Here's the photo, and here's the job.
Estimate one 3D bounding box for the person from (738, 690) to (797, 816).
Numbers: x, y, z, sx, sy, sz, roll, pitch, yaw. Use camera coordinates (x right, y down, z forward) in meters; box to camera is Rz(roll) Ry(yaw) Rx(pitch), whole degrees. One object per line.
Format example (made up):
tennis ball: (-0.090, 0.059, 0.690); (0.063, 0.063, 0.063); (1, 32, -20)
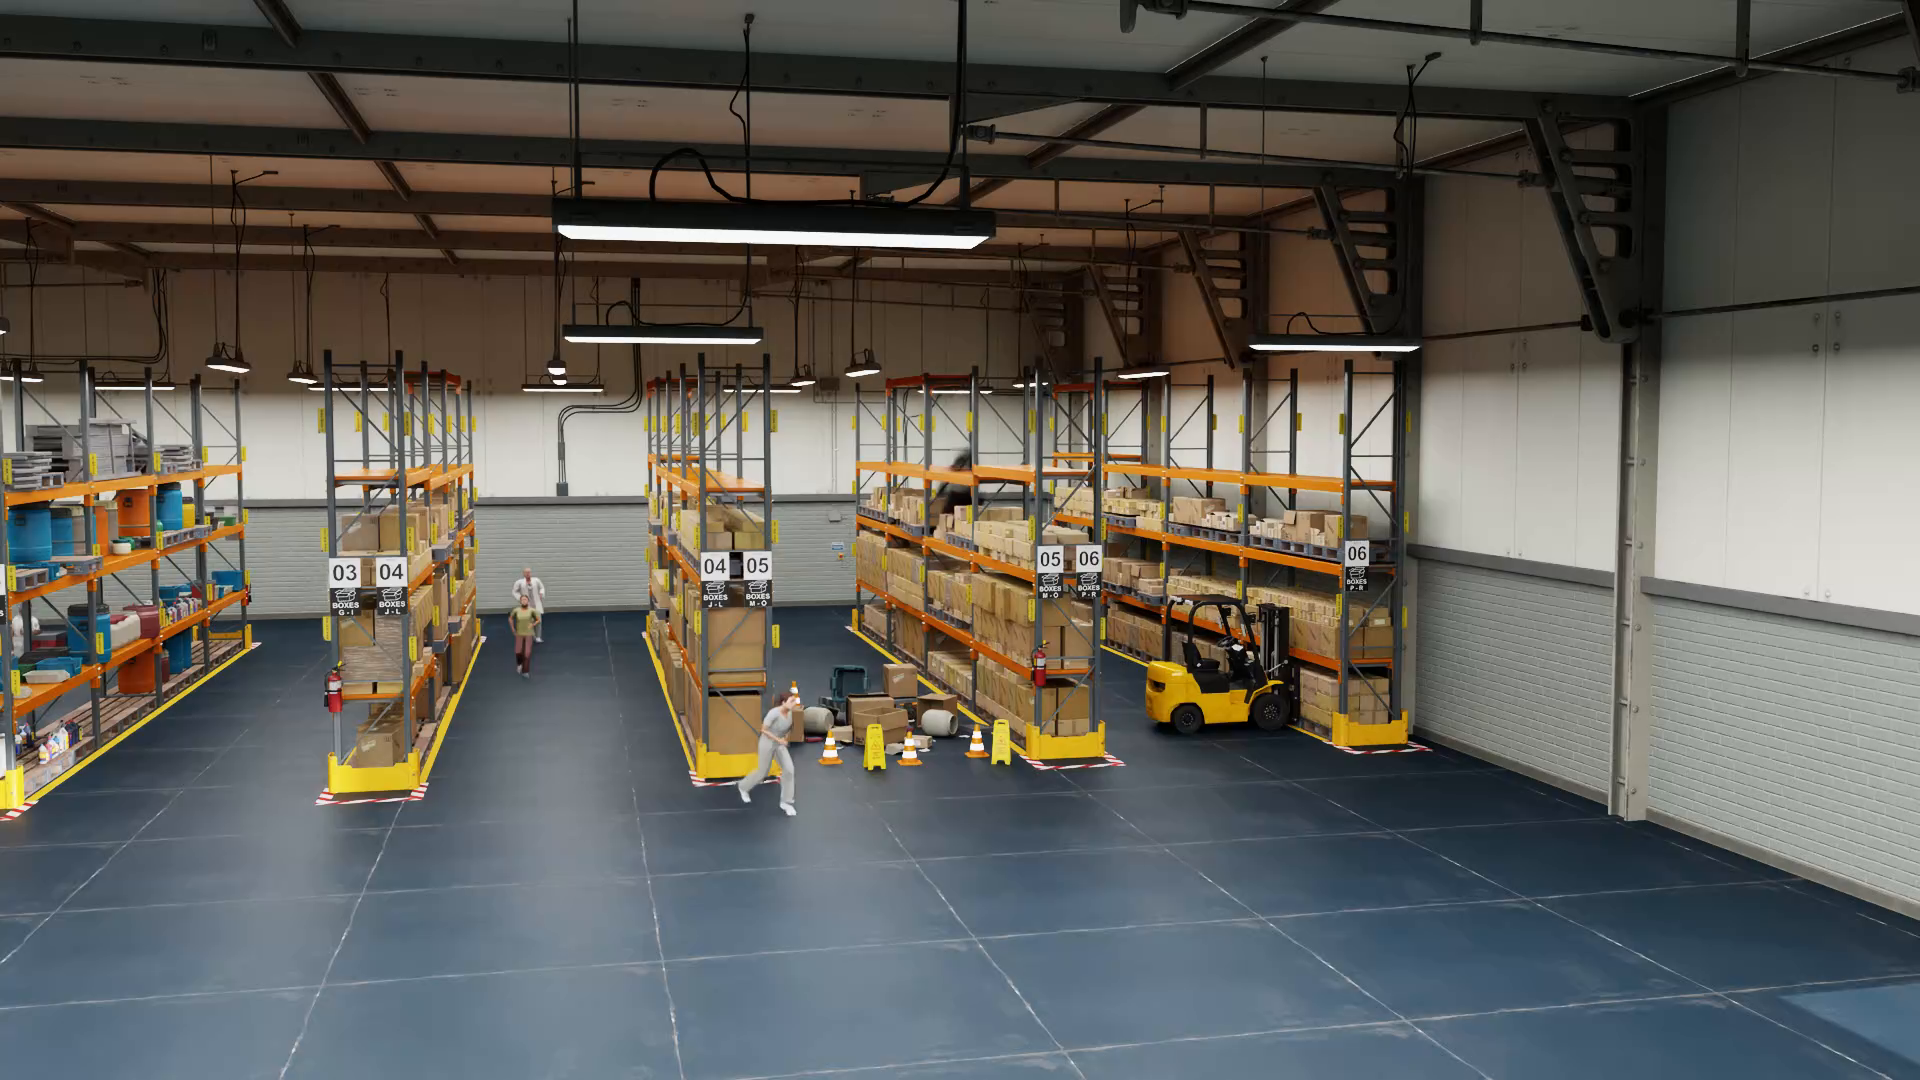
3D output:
person: (-2.486, 2.723, 21.553); (1.008, 1.625, 0.601); (2, 5, 31)

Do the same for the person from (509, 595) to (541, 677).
person: (-8.599, 1.897, 32.850); (0.624, 1.638, 0.514); (-1, 4, -10)

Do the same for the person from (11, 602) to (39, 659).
person: (-17.377, 2.010, 30.888); (0.549, 1.750, 0.781); (-1, 4, -19)

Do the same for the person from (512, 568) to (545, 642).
person: (-9.864, 1.496, 38.125); (0.735, 1.716, 0.691); (-2, 4, -26)
